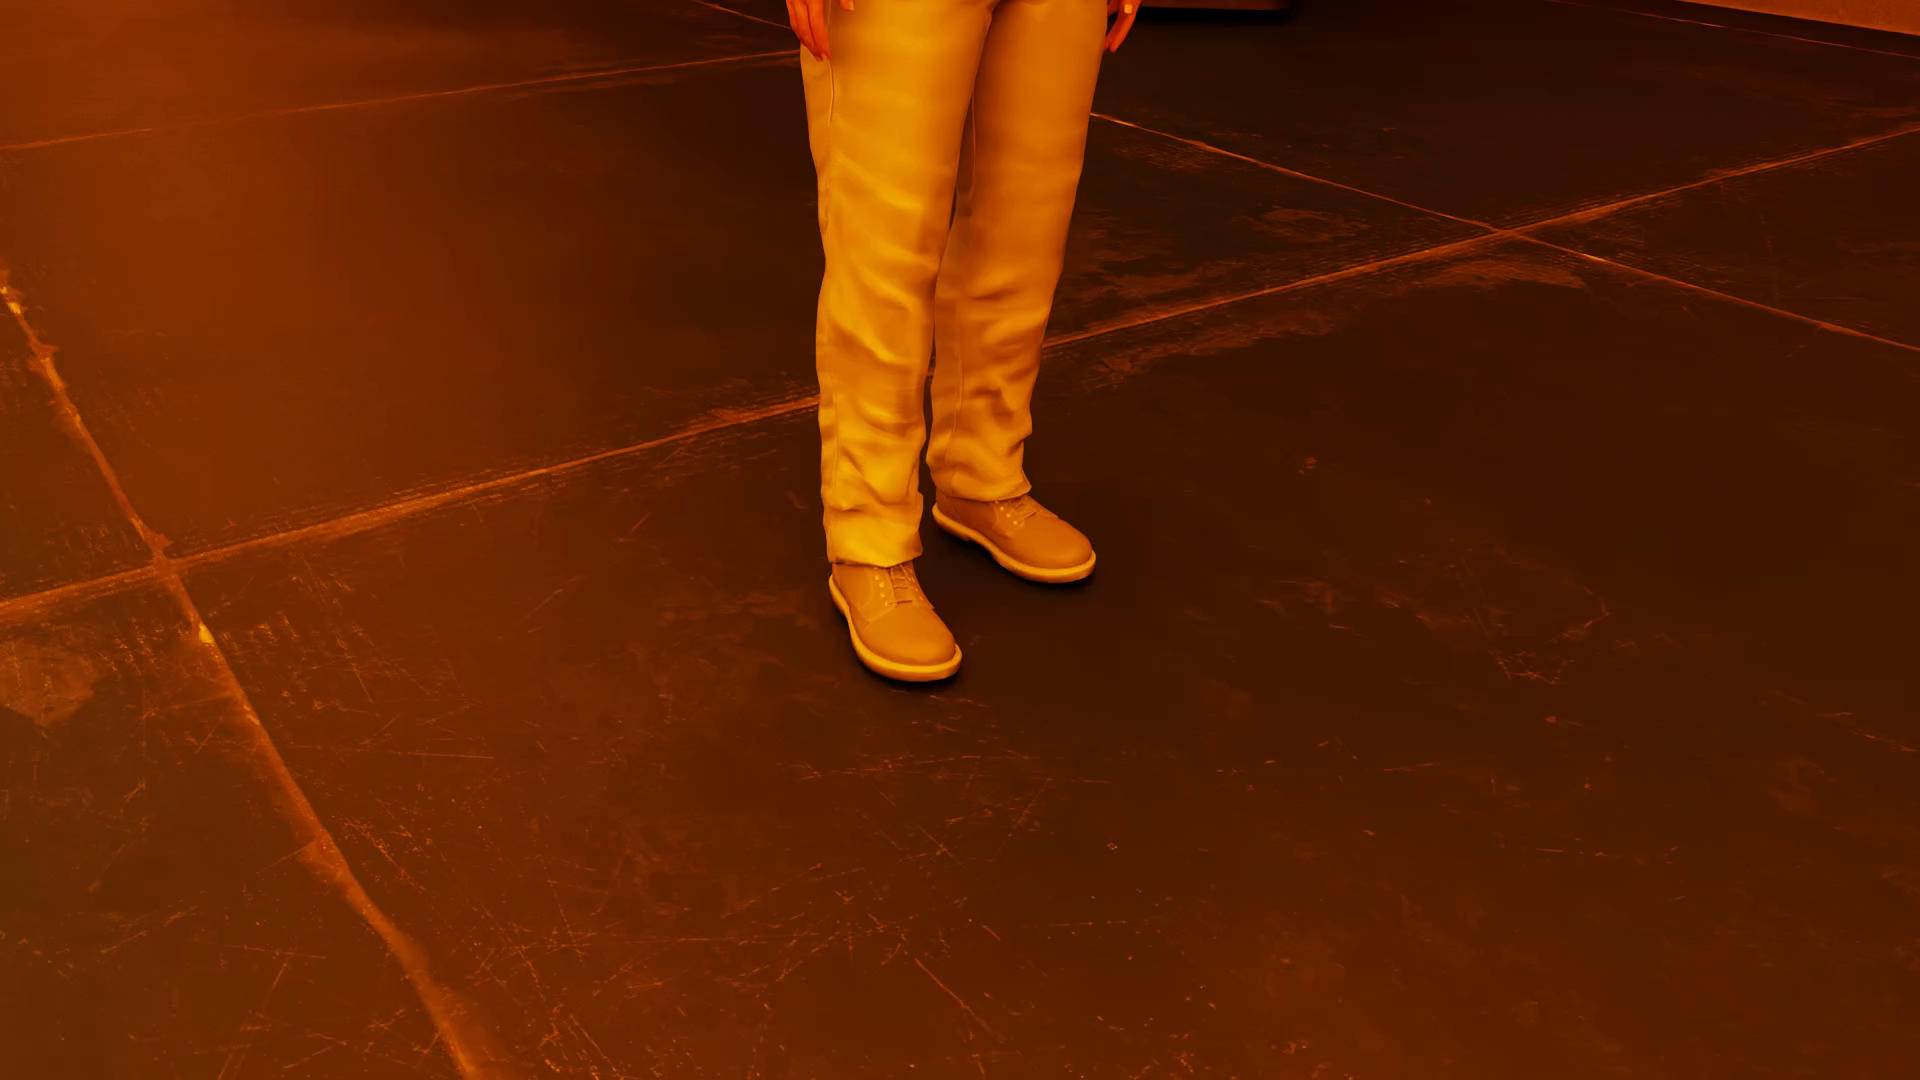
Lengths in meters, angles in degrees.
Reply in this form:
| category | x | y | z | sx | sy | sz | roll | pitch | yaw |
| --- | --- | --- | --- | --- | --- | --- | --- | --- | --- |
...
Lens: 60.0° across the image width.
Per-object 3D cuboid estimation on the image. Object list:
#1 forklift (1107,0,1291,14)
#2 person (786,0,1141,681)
| category | x | y | z | sx | sy | sz | roll | pitch | yaw |
| --- | --- | --- | --- | --- | --- | --- | --- | --- | --- |
| forklift | 1.016 | -3.987 | 7.179 | 1.130 | 2.935 | 3.031 | 5 | 27 | 9 |
| person | 0.025 | -0.718 | 2.055 | 0.598 | 1.670 | 0.529 | -17 | 31 | -31 |
